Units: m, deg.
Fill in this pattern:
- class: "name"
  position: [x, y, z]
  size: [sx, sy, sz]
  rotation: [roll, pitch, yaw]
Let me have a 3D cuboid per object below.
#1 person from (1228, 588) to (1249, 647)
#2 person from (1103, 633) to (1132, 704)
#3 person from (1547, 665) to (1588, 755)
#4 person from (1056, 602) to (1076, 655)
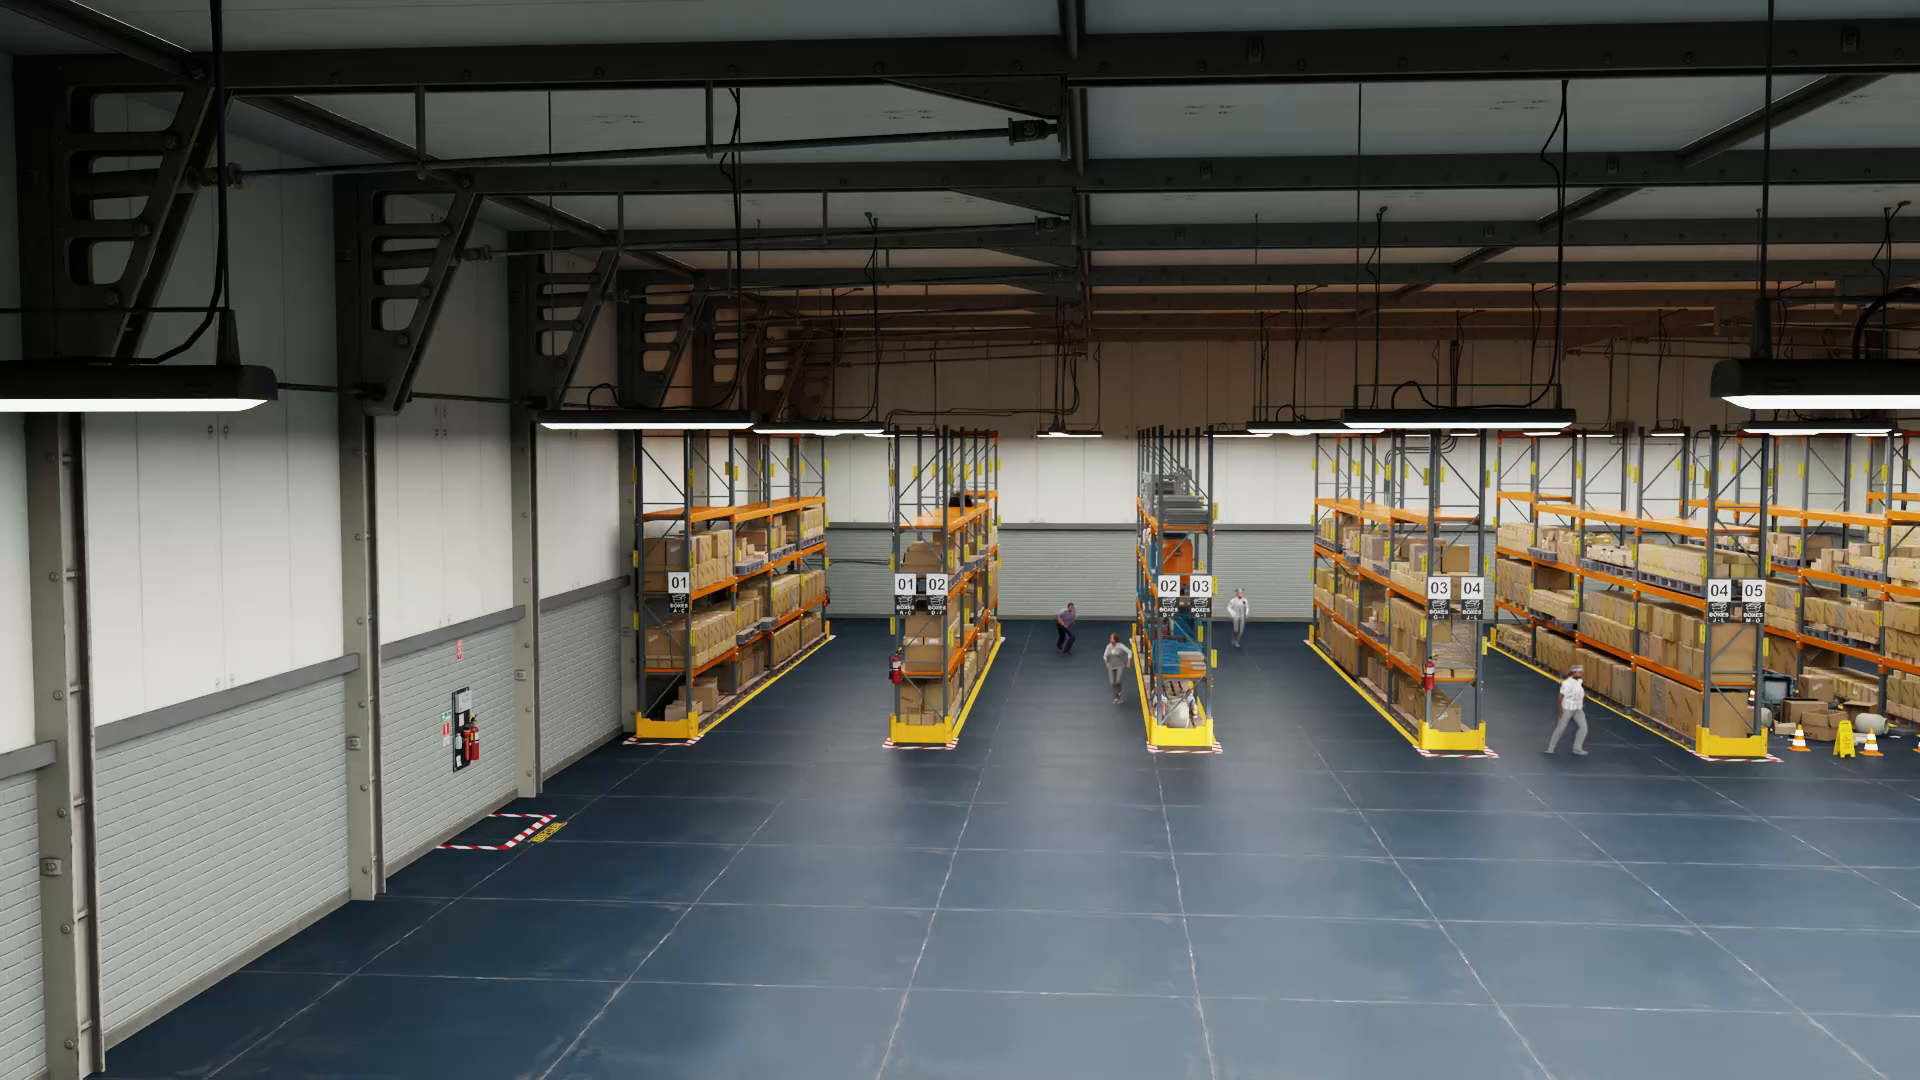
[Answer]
- class: "person"
  position: [7.690, 2.140, 45.770]
  size: [0.589, 1.647, 0.538]
  rotation: [0, 3, -5]
- class: "person"
  position: [3.394, 2.785, 35.992]
  size: [0.618, 1.547, 0.536]
  rotation: [1, 4, 21]
- class: "person"
  position: [11.091, 3.081, 30.326]
  size: [0.695, 1.648, 0.594]
  rotation: [-2, 4, -28]
- class: "person"
  position: [2.785, 2.353, 44.567]
  size: [0.600, 1.450, 1.077]
  rotation: [-1, 4, -22]
